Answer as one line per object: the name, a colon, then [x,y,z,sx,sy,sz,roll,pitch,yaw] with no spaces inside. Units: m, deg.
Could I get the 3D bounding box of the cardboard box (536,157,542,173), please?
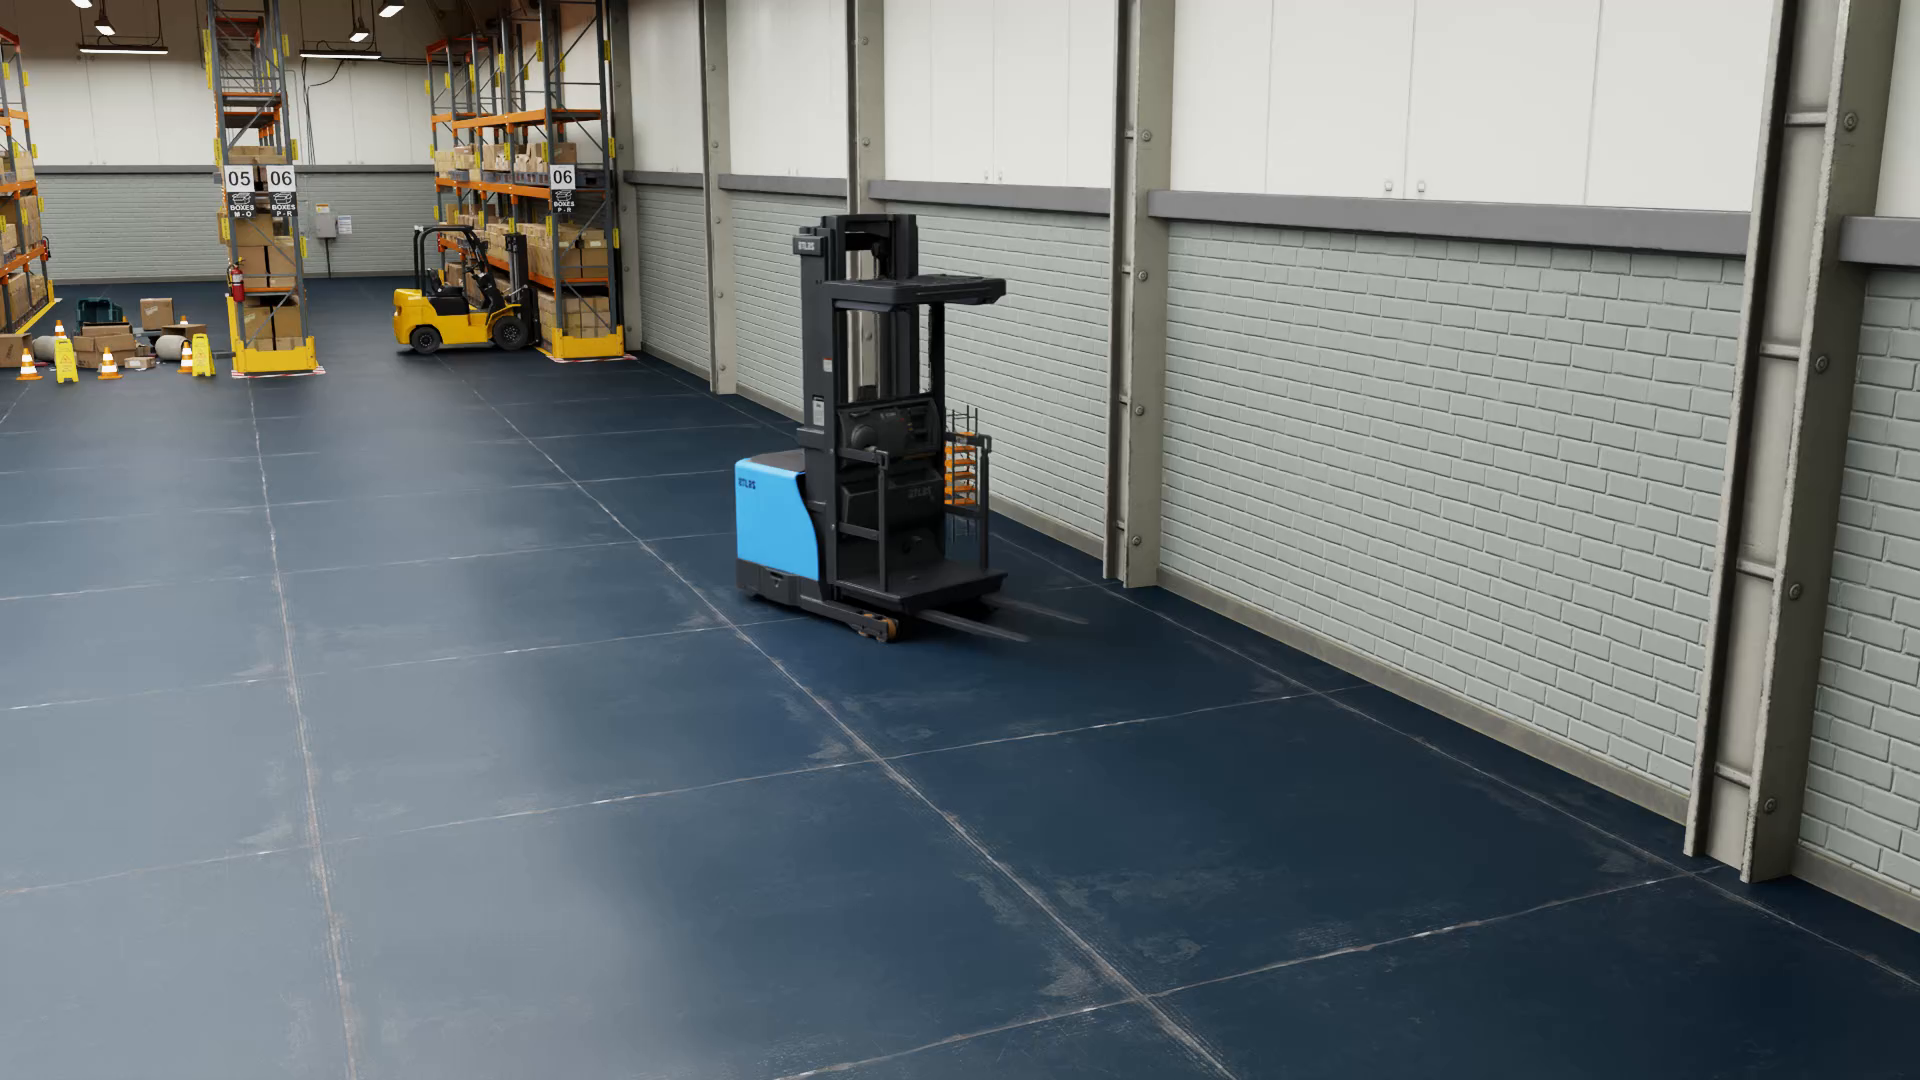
cardboard box: [-7.086,-6.471,28.669,0.396,0.266,0.258,-6,14,-23]

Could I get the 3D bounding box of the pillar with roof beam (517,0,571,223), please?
pillar with roof beam: [-12.175,-8.624,32.176,9.100,9.000,0.548,-6,14,-23]

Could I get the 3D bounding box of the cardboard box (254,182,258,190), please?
cardboard box: [-11.565,-5.729,26.874,0.380,0.149,0.250,-6,14,-23]

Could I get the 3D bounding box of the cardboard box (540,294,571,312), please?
cardboard box: [-7.054,-4.150,29.096,0.500,0.250,0.500,-5,14,-22]

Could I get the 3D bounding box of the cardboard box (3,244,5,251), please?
cardboard box: [-18.940,-5.721,32.562,0.380,0.149,0.250,-5,14,-20]

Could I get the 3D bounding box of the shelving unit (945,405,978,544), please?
shelving unit: [0.006,-0.582,14.722,0.258,1.200,0.189,-6,14,-23]

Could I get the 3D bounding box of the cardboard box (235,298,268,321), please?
cardboard box: [-12.103,-3.870,28.442,0.500,0.500,0.500,-5,14,-20]

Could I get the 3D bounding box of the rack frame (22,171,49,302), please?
rack frame: [-21.825,-7.014,38.523,1.000,3.000,0.127,-6,14,-23]

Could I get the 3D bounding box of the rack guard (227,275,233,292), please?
rack guard: [-17.340,-6.269,40.848,1.175,0.500,0.348,-6,14,-23]

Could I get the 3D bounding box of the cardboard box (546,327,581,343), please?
cardboard box: [-6.852,-3.559,28.762,0.500,0.250,0.500,-6,14,-23]

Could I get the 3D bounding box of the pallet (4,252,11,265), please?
pallet: [-19.003,-5.405,31.998,1.213,0.211,1.003,-6,14,-23]

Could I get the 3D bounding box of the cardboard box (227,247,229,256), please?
cardboard box: [-15.202,-6.150,35.121,0.500,0.250,0.500,-6,14,-24]

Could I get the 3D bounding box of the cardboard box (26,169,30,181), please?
cardboard box: [-20.772,-8.016,36.531,0.500,0.250,0.500,-5,14,-20]

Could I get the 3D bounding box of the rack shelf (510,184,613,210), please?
rack shelf: [-7.175,-6.150,29.731,1.077,0.370,4.000,-6,14,-23]

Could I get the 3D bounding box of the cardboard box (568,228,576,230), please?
cardboard box: [-6.720,-5.439,29.397,0.380,0.149,0.250,-5,14,-21]

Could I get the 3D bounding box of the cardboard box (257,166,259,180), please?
cardboard box: [-11.300,-6.047,27.365,0.500,0.250,0.500,-5,14,-21]

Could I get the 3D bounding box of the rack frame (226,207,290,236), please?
rack frame: [-12.523,-5.003,29.833,1.000,3.000,0.127,-6,14,-23]

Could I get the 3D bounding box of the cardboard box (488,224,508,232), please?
cardboard box: [-9.613,-6.496,34.623,0.380,0.149,0.250,-5,14,-22]

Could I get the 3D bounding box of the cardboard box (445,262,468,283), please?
cardboard box: [-12.625,-6.785,42.137,0.797,0.503,0.637,-6,14,-25]

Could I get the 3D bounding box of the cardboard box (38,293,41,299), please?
cardboard box: [-20.839,-5.478,37.279,0.380,0.149,0.250,-5,14,-22]

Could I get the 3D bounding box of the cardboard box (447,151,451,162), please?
cardboard box: [-11.815,-9.068,39.310,0.500,0.250,0.500,-6,14,-24]

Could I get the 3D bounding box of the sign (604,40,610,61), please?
sign: [-5.863,-8.129,27.614,0.100,0.325,0.005,-6,14,-23]

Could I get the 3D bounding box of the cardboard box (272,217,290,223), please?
cardboard box: [-12.387,-5.846,30.226,0.380,0.149,0.250,-6,14,-23]

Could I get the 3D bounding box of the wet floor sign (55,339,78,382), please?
wet floor sign: [-13.590,-2.734,25.253,0.267,0.644,0.232,-9,16,-33]

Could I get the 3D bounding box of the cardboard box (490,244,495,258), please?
cardboard box: [-9.428,-5.987,34.419,0.500,0.250,0.500,-6,14,-24]

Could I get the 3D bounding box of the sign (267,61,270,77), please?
sign: [-13.632,-9.297,32.834,0.100,0.325,0.005,-6,14,-23]

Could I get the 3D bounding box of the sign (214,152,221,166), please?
sign: [-14.637,-7.533,32.789,0.100,0.325,0.005,-6,14,-23]

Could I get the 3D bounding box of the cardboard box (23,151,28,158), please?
cardboard box: [-21.105,-8.640,37.238,0.380,0.149,0.250,-5,14,-22]

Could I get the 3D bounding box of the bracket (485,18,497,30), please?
bracket: [-10.793,-11.889,38.297,0.235,0.232,0.430,-6,14,-23]

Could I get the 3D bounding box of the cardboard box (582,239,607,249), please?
cardboard box: [-6.272,-5.084,28.523,0.380,0.149,0.250,-6,14,-24]

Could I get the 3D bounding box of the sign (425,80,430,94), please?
sign: [-13.281,-11.299,41.483,0.100,0.325,0.005,-6,14,-23]

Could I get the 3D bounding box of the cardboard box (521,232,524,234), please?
cardboard box: [-7.985,-5.674,31.071,0.380,0.149,0.250,-5,14,-22]

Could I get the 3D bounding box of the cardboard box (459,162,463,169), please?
cardboard box: [-10.921,-8.335,36.983,0.380,0.149,0.250,-5,14,-22]

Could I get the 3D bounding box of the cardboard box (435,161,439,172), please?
cardboard box: [-12.856,-9.348,41.628,0.500,0.250,0.500,-6,14,-24]

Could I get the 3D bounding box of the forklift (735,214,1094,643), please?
forklift: [-0.362,-0.835,11.978,1.130,2.935,3.031,-12,18,-42]

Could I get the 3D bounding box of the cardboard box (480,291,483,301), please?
cardboard box: [-10.348,-5.545,36.789,0.500,0.500,0.500,-5,14,-21]

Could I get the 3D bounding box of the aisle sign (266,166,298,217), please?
aisle sign: [-10.612,-5.458,26.035,0.394,0.787,0.004,-6,14,-23]

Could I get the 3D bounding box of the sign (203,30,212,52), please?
sign: [-11.437,-7.585,25.264,0.100,0.325,0.005,-6,14,-23]

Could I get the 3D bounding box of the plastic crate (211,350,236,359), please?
plastic crate: [-12.645,-3.182,28.441,0.402,0.080,0.583,-12,18,-42]

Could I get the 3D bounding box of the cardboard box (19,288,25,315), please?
cardboard box: [-19.289,-4.832,33.707,0.500,0.500,0.500,-6,14,-24]

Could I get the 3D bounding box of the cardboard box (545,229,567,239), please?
cardboard box: [-6.968,-5.290,28.754,0.380,0.149,0.250,-5,14,-22]

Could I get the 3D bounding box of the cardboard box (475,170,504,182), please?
cardboard box: [-10.007,-7.751,35.386,0.500,0.250,0.500,-6,14,-25]

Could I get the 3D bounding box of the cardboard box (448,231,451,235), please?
cardboard box: [-12.216,-7.573,40.609,0.500,0.250,0.500,-6,14,-24]

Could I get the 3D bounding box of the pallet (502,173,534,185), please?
pallet: [-8.342,-7.001,32.239,0.805,0.209,1.217,-6,14,-25]

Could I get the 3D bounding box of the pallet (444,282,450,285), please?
pallet: [-12.433,-6.392,42.021,1.003,0.211,1.213,-6,14,-23]

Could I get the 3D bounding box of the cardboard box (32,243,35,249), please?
cardboard box: [-21.054,-6.637,37.451,0.380,0.149,0.250,-6,14,-25]

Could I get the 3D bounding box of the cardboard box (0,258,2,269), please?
cardboard box: [-17.995,-5.238,30.628,0.500,0.500,0.500,-6,14,-23]

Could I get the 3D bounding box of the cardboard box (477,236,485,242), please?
cardboard box: [-10.193,-6.462,35.762,0.380,0.149,0.250,-5,14,-22]

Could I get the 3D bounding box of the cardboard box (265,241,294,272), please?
cardboard box: [-11.272,-4.705,27.664,0.500,0.500,0.500,-6,14,-24]

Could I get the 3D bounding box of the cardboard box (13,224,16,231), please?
cardboard box: [-19.883,-6.494,34.584,0.380,0.149,0.250,-5,14,-20]
